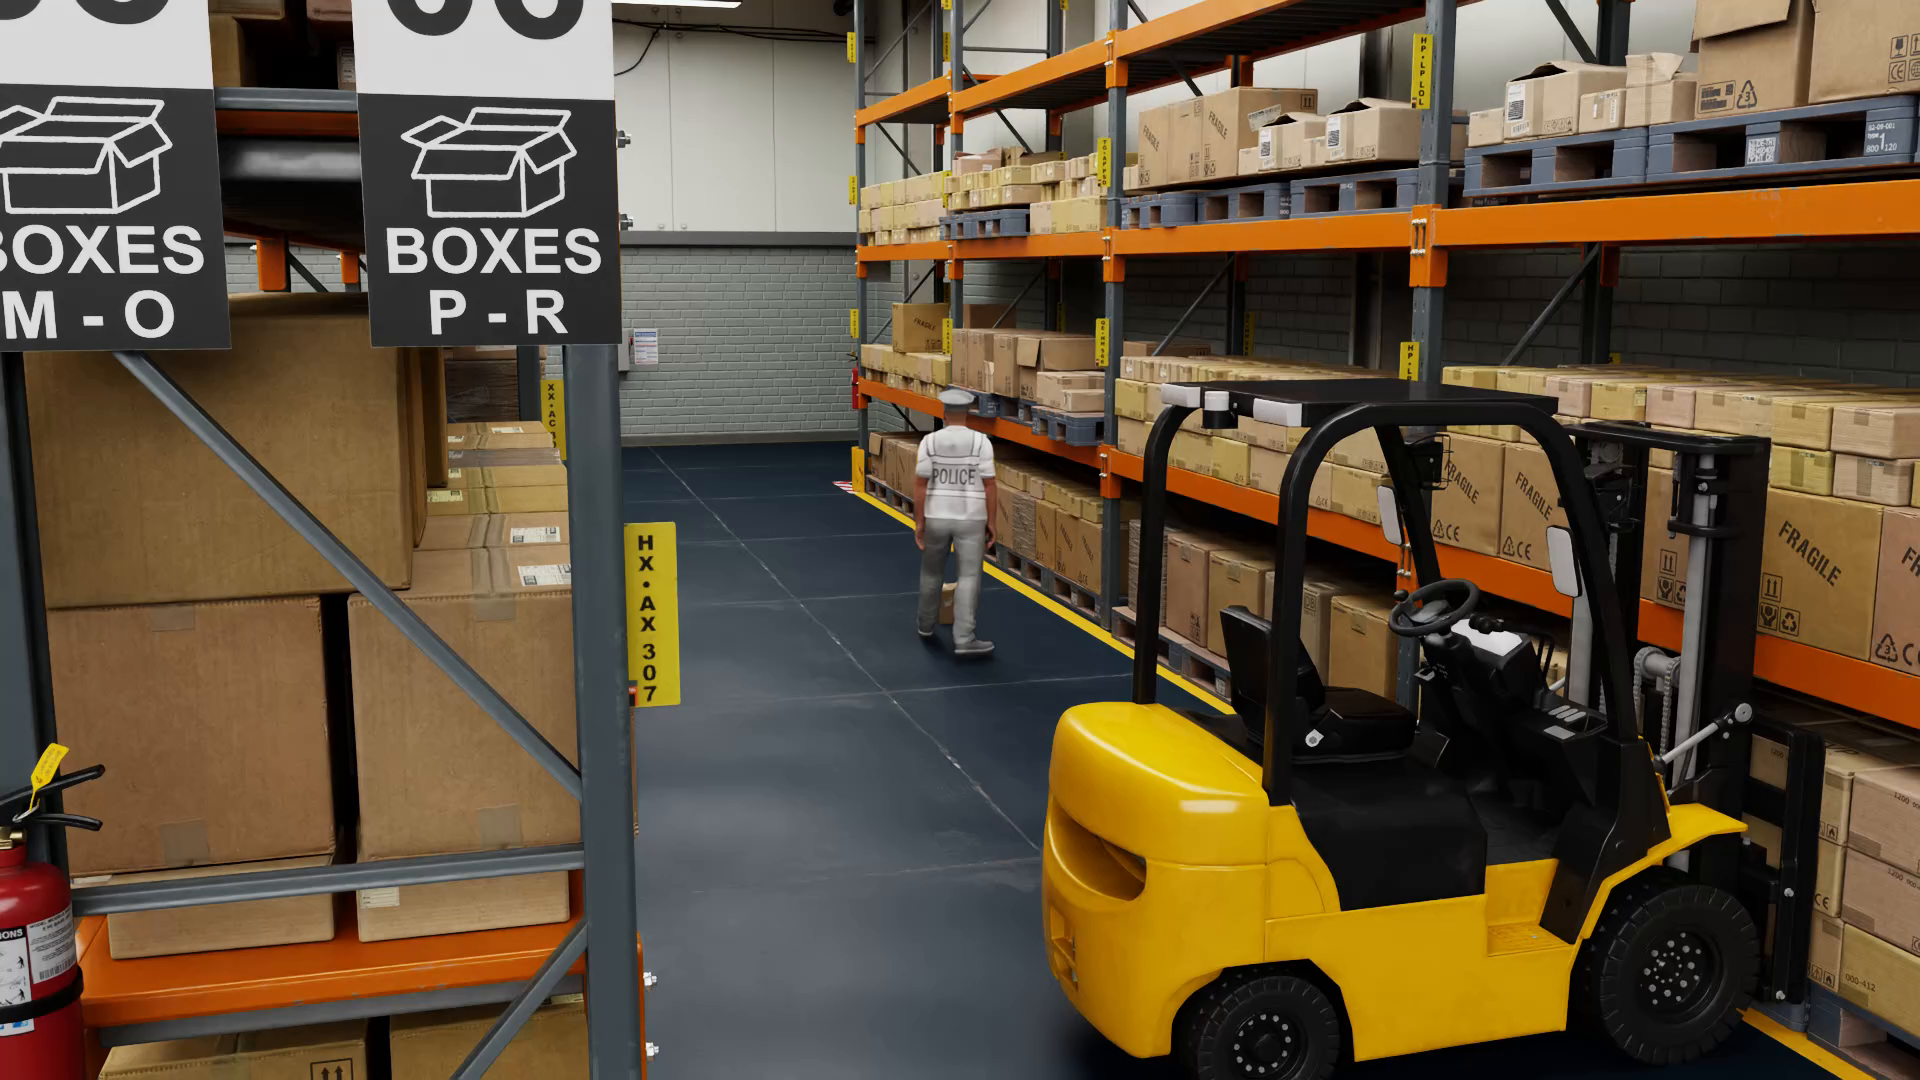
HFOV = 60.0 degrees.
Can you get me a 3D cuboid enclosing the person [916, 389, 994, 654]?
[{"bbox_3d":[-0.053,-0.149,11.188,0.658,1.723,0.892,2,9,11],"label":"person"}]
